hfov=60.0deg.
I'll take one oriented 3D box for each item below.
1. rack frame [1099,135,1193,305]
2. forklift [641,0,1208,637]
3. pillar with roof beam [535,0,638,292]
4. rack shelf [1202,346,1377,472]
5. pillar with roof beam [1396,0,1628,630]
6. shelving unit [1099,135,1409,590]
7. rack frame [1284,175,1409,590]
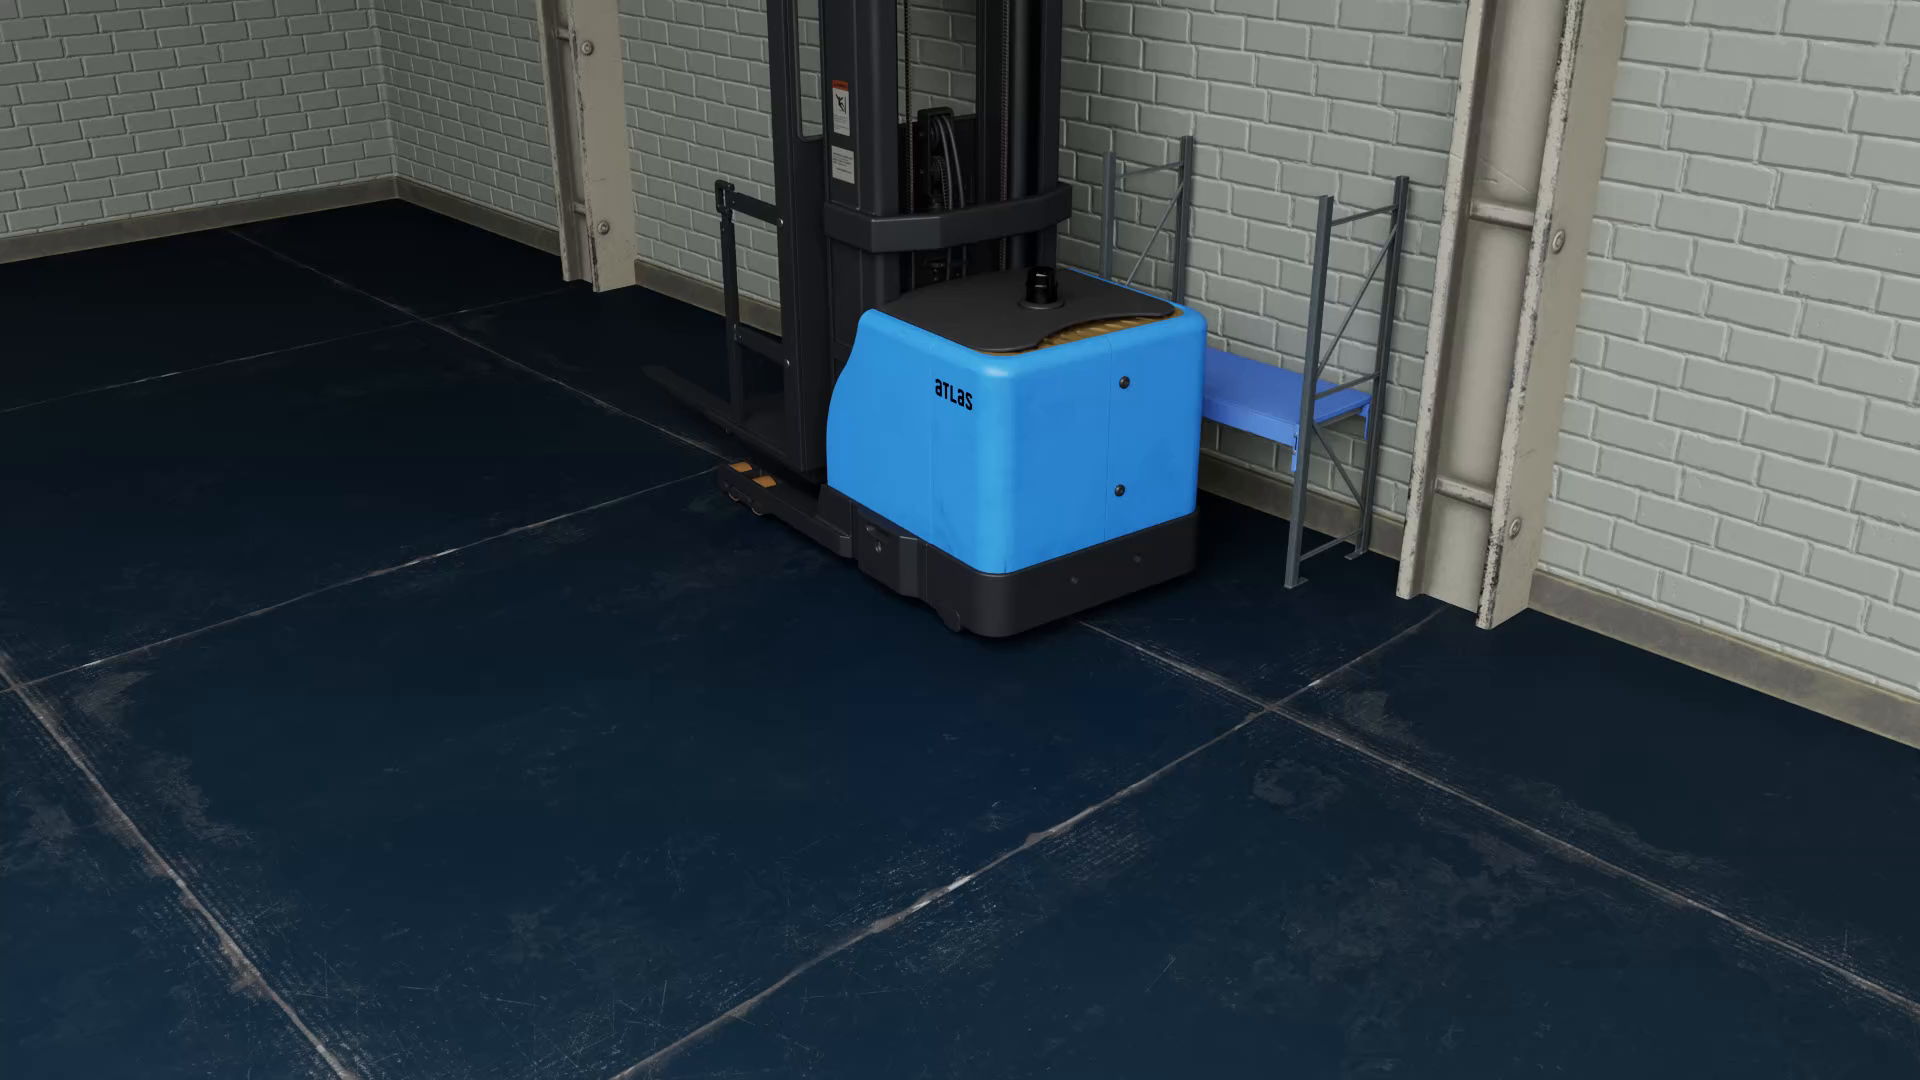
[{"bbox_3d":[0.746,-0.879,6.870,0.500,1.500,0.032,-21,32,-38],"label":"rack frame"},{"bbox_3d":[-0.375,-1.543,6.601,1.130,2.935,3.031,-17,30,-33],"label":"forklift"},{"bbox_3d":[-5.350,-4.467,5.700,9.100,9.000,0.400,-21,32,-38],"label":"pillar with roof beam"},{"bbox_3d":[1.090,-0.560,6.604,0.538,0.185,1.000,-21,32,-38],"label":"rack shelf"},{"bbox_3d":[-1.249,-2.649,1.715,9.100,9.000,0.400,-21,32,-38],"label":"pillar with roof beam"},{"bbox_3d":[1.090,-0.724,6.529,0.538,1.500,1.048,-21,32,-38],"label":"shelving unit"},{"bbox_3d":[1.433,-0.568,6.188,0.500,1.500,0.032,-21,32,-38],"label":"rack frame"}]
